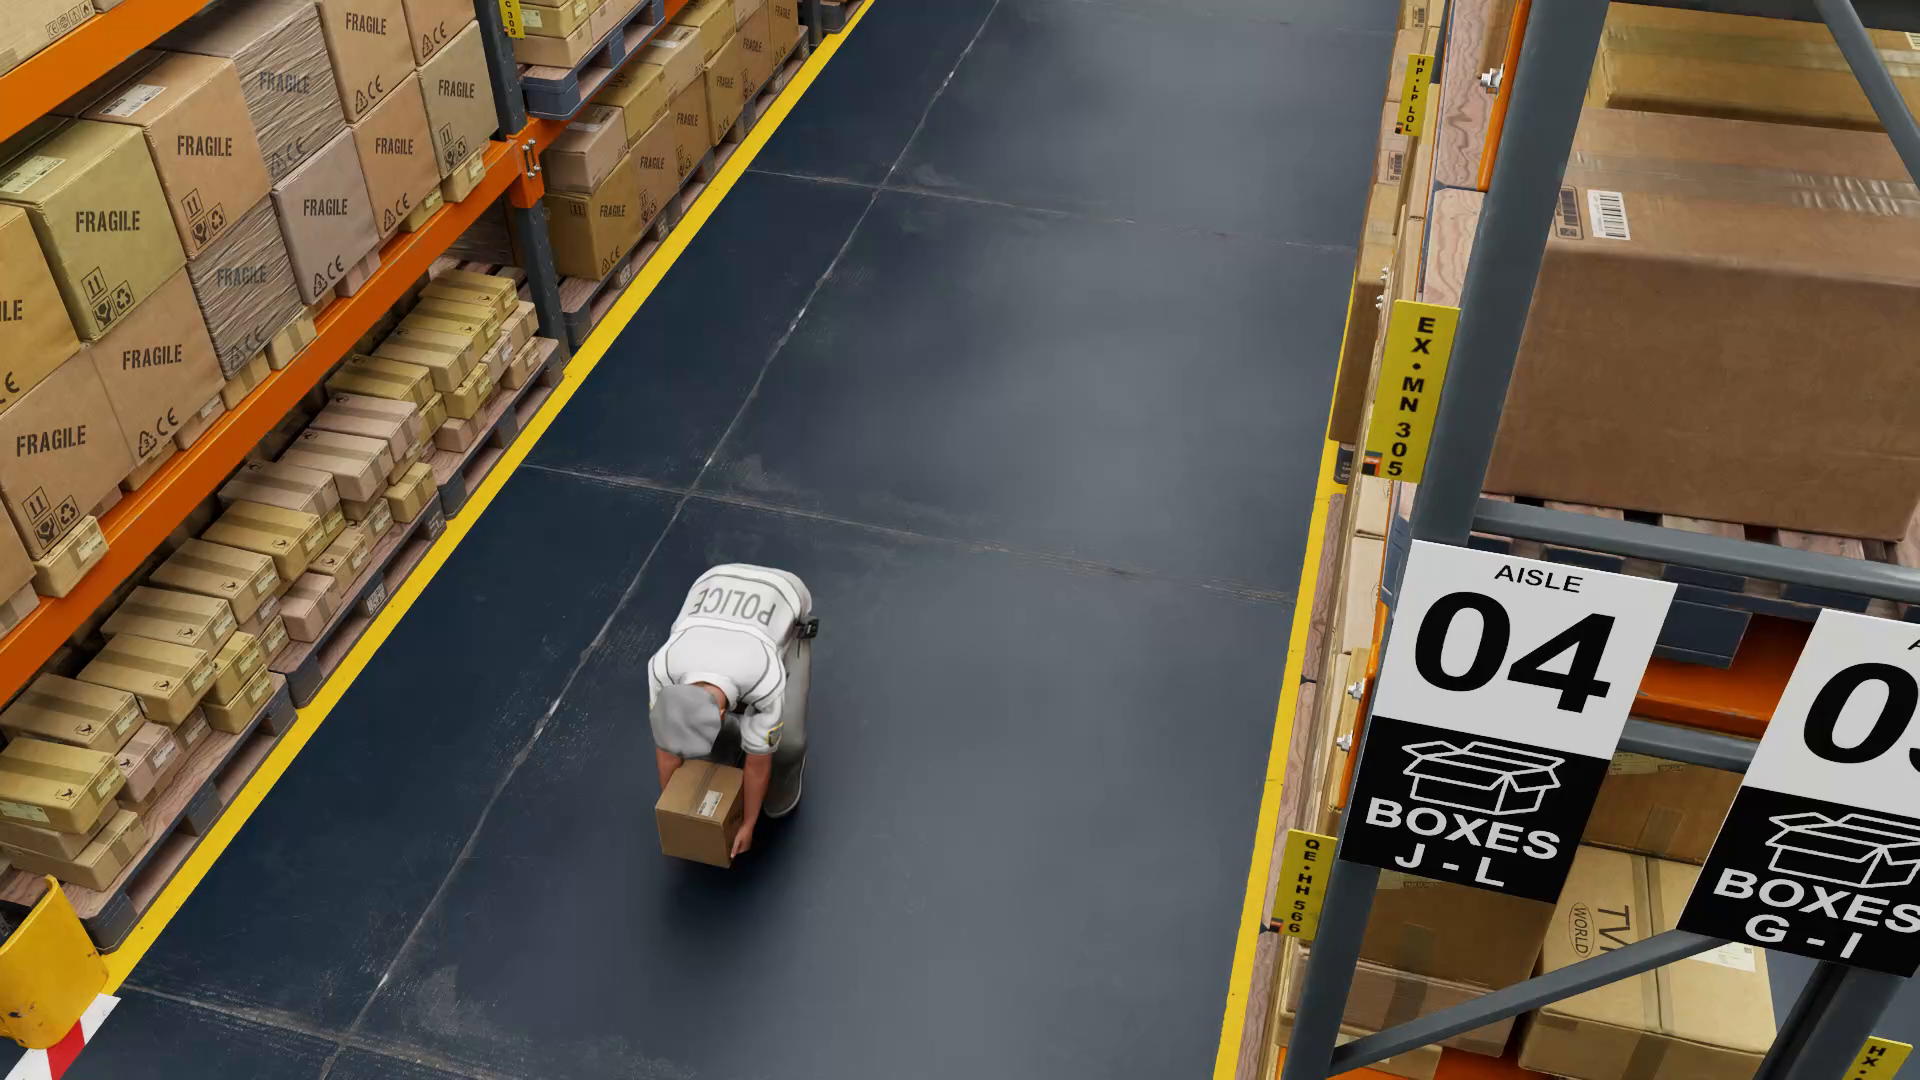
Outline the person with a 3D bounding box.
[{"bbox_3d":[-0.821,0.631,5.972,0.528,1.035,1.026,8,41,9],"label":"person"}]
